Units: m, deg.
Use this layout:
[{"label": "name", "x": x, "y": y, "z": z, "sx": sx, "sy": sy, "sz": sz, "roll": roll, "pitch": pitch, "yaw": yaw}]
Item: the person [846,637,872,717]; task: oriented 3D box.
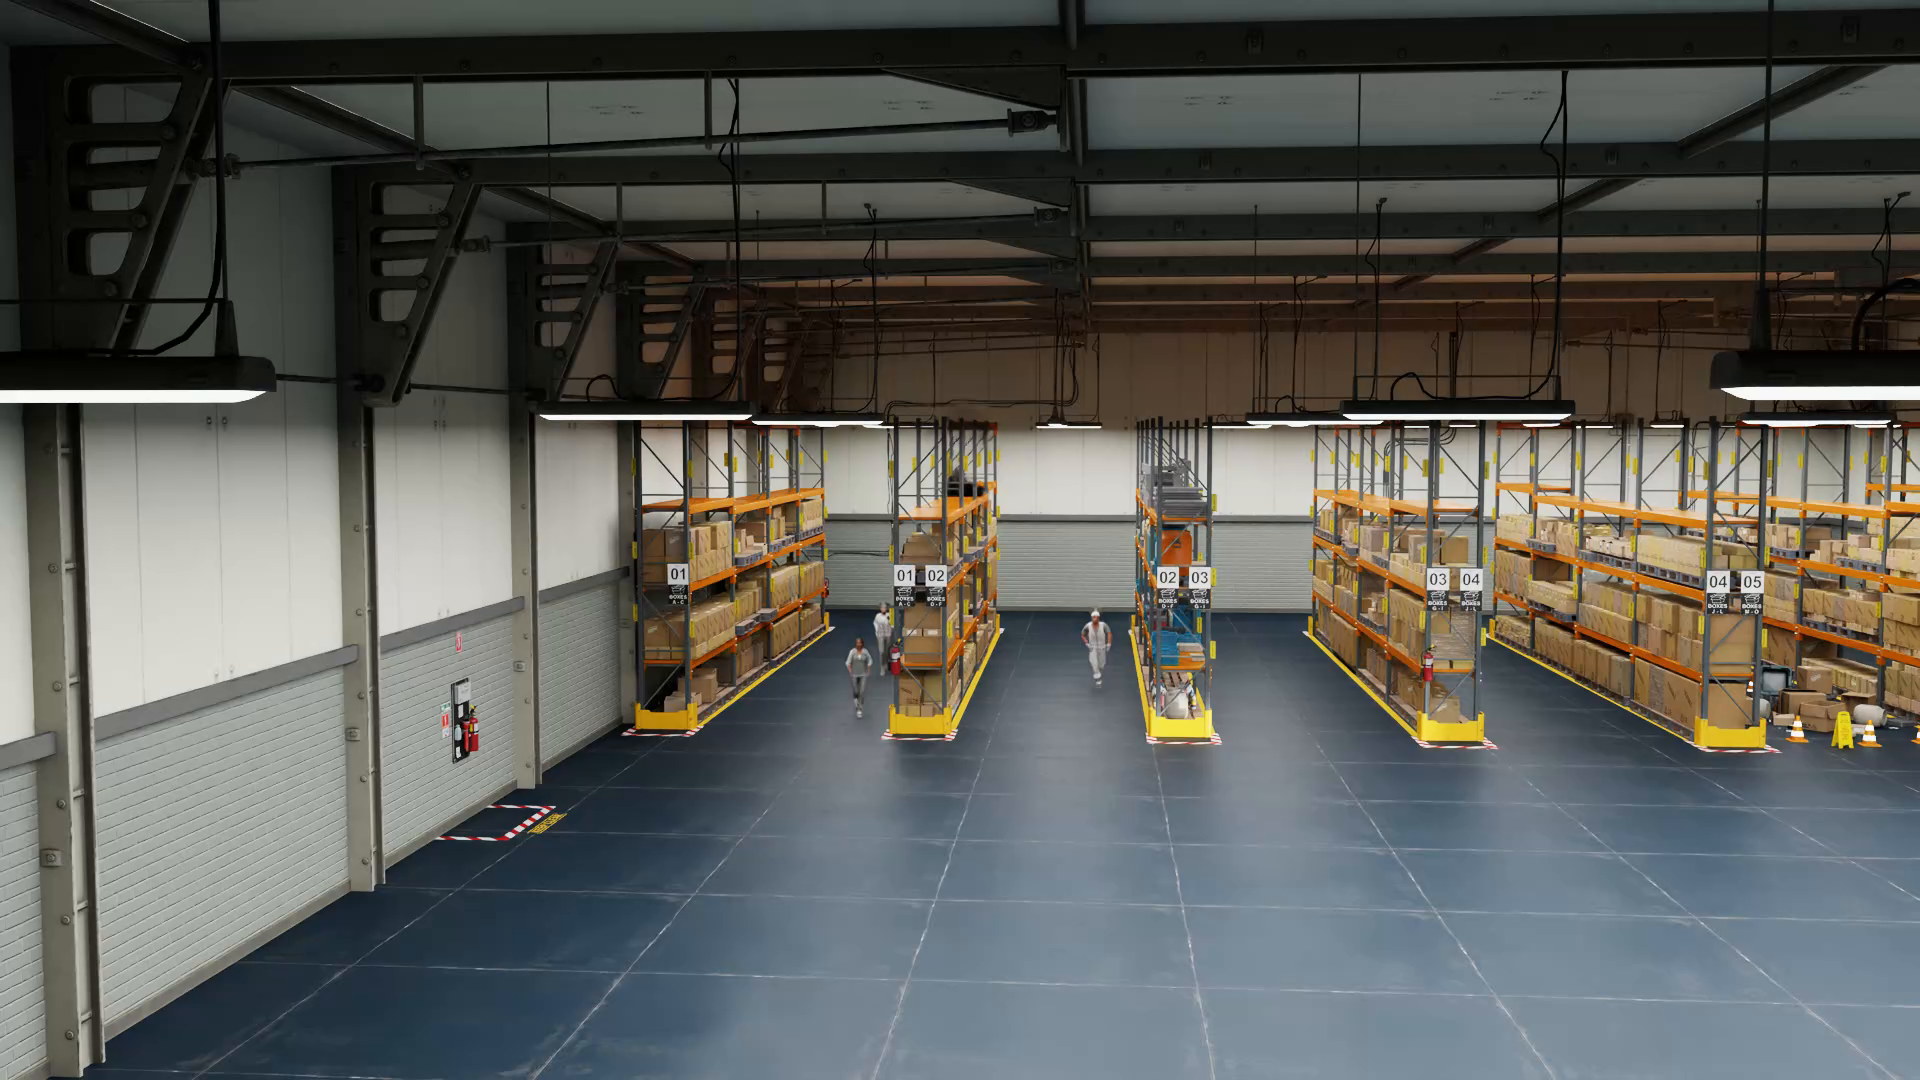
[{"label": "person", "x": -2.038, "y": 2.755, "z": 33.648, "sx": 0.538, "sy": 1.583, "sz": 0.727, "roll": 0, "pitch": 4, "yaw": -4}]

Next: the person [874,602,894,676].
[{"label": "person", "x": -1.766, "y": 2.312, "z": 39.290, "sx": 0.564, "sy": 1.730, "sz": 0.840, "roll": 0, "pitch": 4, "yaw": 0}]

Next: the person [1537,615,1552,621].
[{"label": "person", "x": 16.656, "y": 1.780, "z": 47.270, "sx": 0.538, "sy": 1.739, "sz": 0.663, "roll": 0, "pitch": 4, "yaw": 7}]

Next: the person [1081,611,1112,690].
[{"label": "person", "x": 3.048, "y": 2.445, "z": 37.223, "sx": 0.685, "sy": 1.750, "sz": 0.761, "roll": 0, "pitch": 4, "yaw": -1}]
